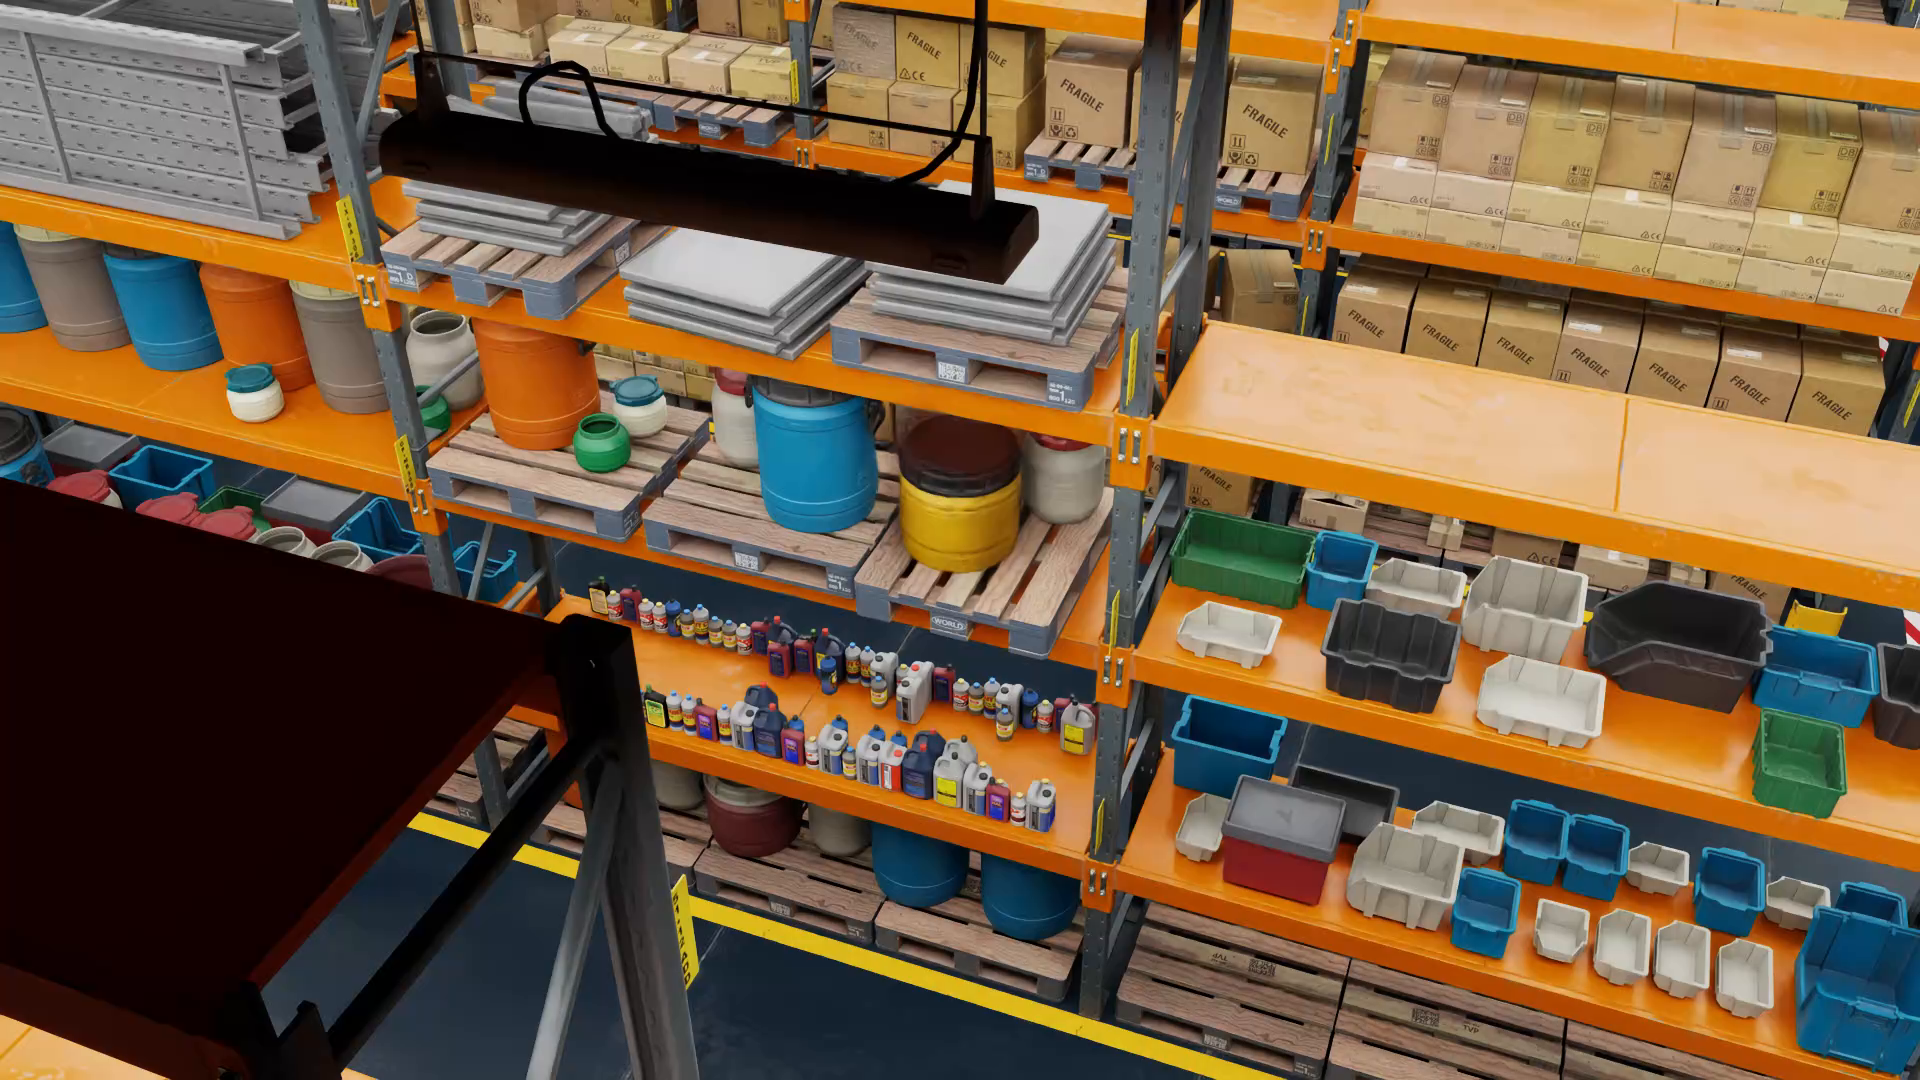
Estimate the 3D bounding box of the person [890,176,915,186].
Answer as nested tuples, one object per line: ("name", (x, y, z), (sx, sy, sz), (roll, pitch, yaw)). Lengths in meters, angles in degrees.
("person", (-0.355, -2.646, 15.530), (0.660, 1.742, 0.626), (6, 37, 8))
